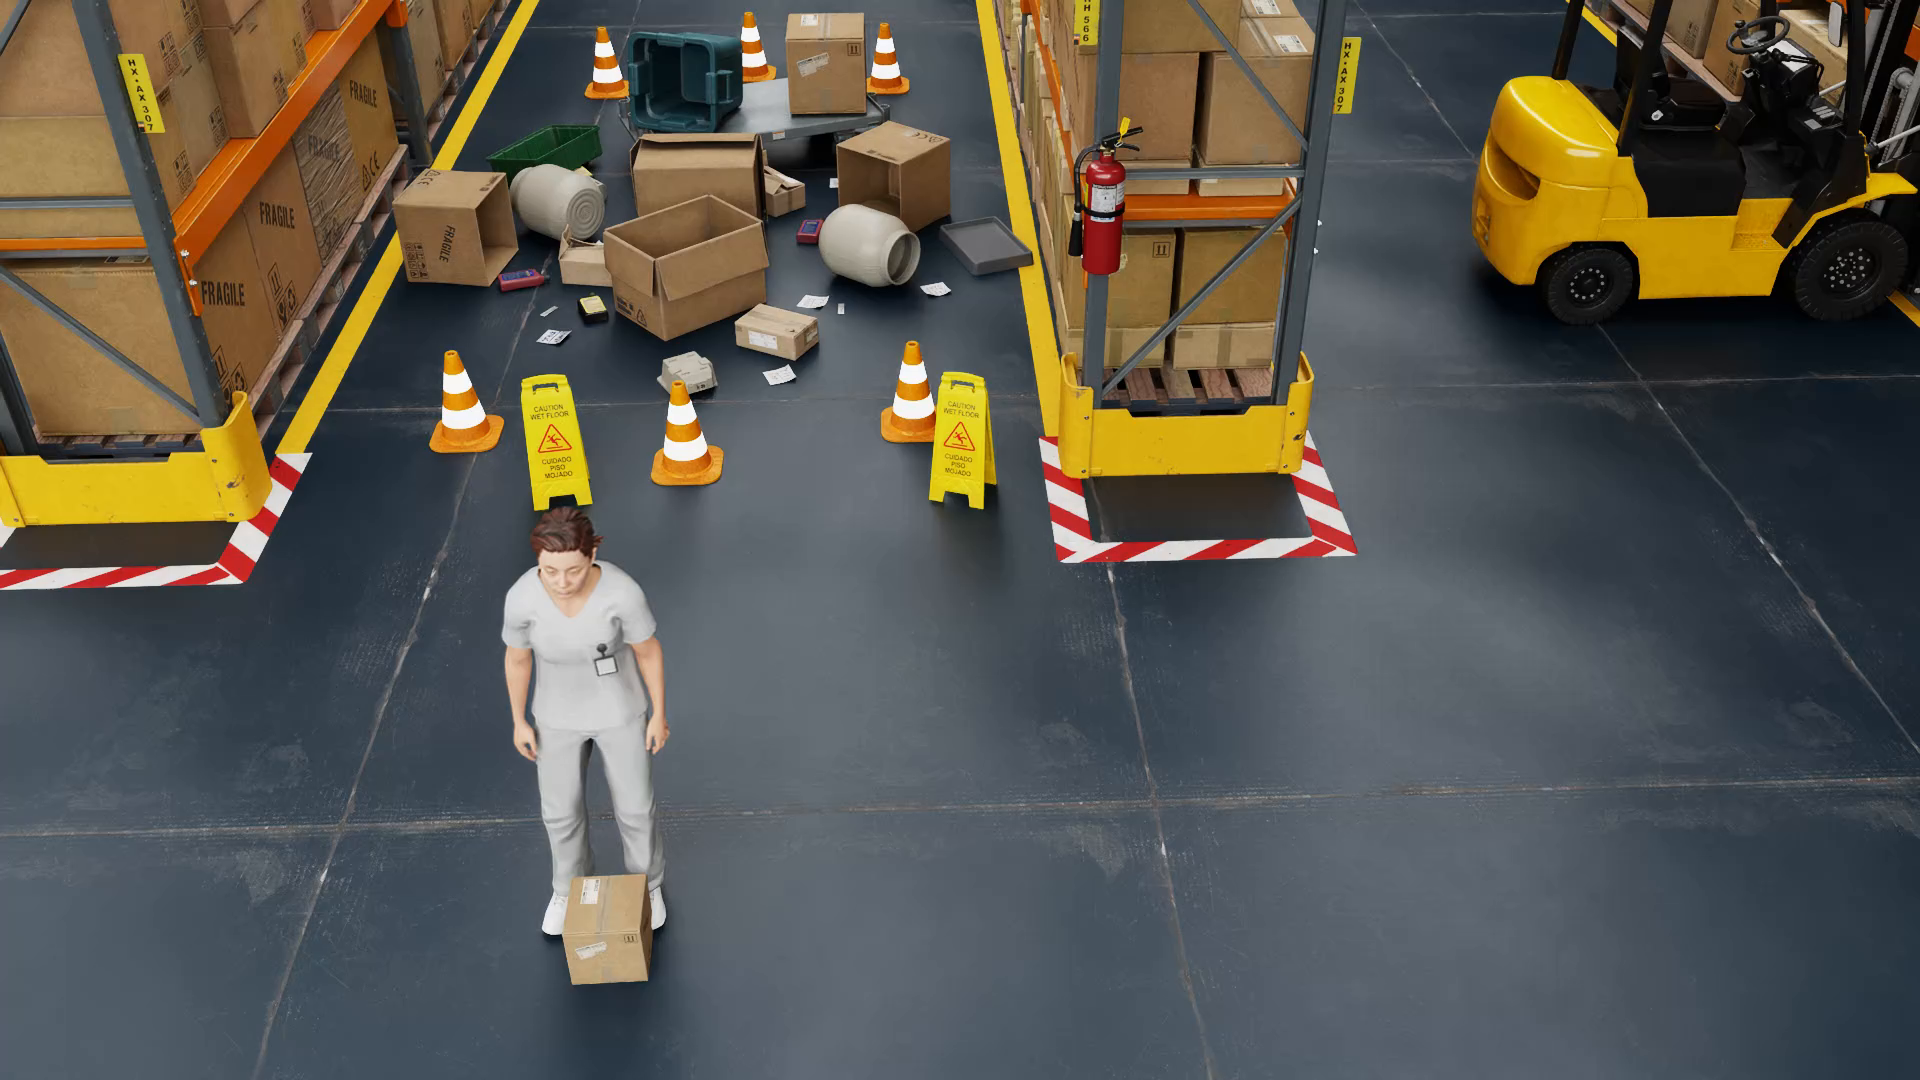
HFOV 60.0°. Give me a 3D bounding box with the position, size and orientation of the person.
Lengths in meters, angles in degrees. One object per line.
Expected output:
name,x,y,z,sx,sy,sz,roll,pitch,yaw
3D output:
person,-1.187,0.575,5.336,0.505,1.673,0.353,-3,35,-4
